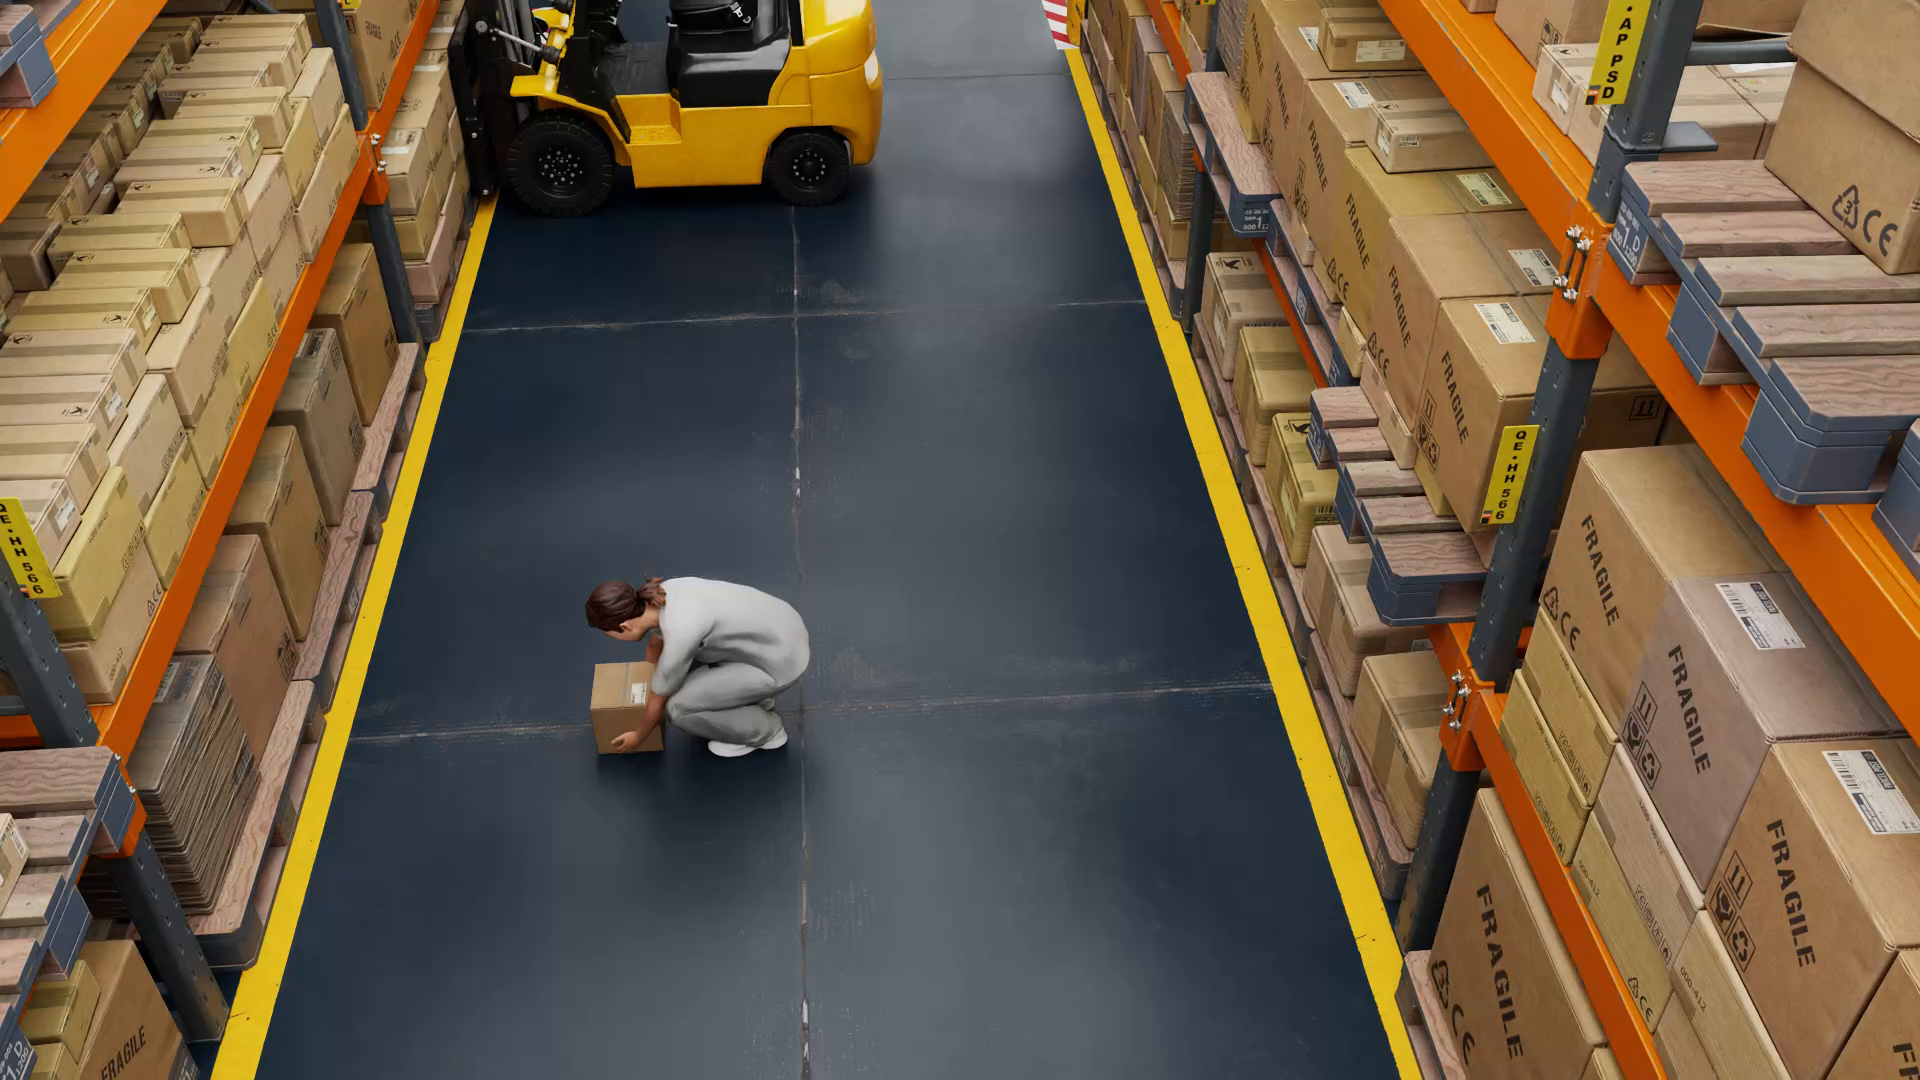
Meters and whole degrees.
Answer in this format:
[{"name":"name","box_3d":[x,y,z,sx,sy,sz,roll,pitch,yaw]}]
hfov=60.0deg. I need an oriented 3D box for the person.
[{"name":"person","box_3d":[-0.972,0.439,6.317,0.803,0.807,0.470,-3,39,-4]}]
